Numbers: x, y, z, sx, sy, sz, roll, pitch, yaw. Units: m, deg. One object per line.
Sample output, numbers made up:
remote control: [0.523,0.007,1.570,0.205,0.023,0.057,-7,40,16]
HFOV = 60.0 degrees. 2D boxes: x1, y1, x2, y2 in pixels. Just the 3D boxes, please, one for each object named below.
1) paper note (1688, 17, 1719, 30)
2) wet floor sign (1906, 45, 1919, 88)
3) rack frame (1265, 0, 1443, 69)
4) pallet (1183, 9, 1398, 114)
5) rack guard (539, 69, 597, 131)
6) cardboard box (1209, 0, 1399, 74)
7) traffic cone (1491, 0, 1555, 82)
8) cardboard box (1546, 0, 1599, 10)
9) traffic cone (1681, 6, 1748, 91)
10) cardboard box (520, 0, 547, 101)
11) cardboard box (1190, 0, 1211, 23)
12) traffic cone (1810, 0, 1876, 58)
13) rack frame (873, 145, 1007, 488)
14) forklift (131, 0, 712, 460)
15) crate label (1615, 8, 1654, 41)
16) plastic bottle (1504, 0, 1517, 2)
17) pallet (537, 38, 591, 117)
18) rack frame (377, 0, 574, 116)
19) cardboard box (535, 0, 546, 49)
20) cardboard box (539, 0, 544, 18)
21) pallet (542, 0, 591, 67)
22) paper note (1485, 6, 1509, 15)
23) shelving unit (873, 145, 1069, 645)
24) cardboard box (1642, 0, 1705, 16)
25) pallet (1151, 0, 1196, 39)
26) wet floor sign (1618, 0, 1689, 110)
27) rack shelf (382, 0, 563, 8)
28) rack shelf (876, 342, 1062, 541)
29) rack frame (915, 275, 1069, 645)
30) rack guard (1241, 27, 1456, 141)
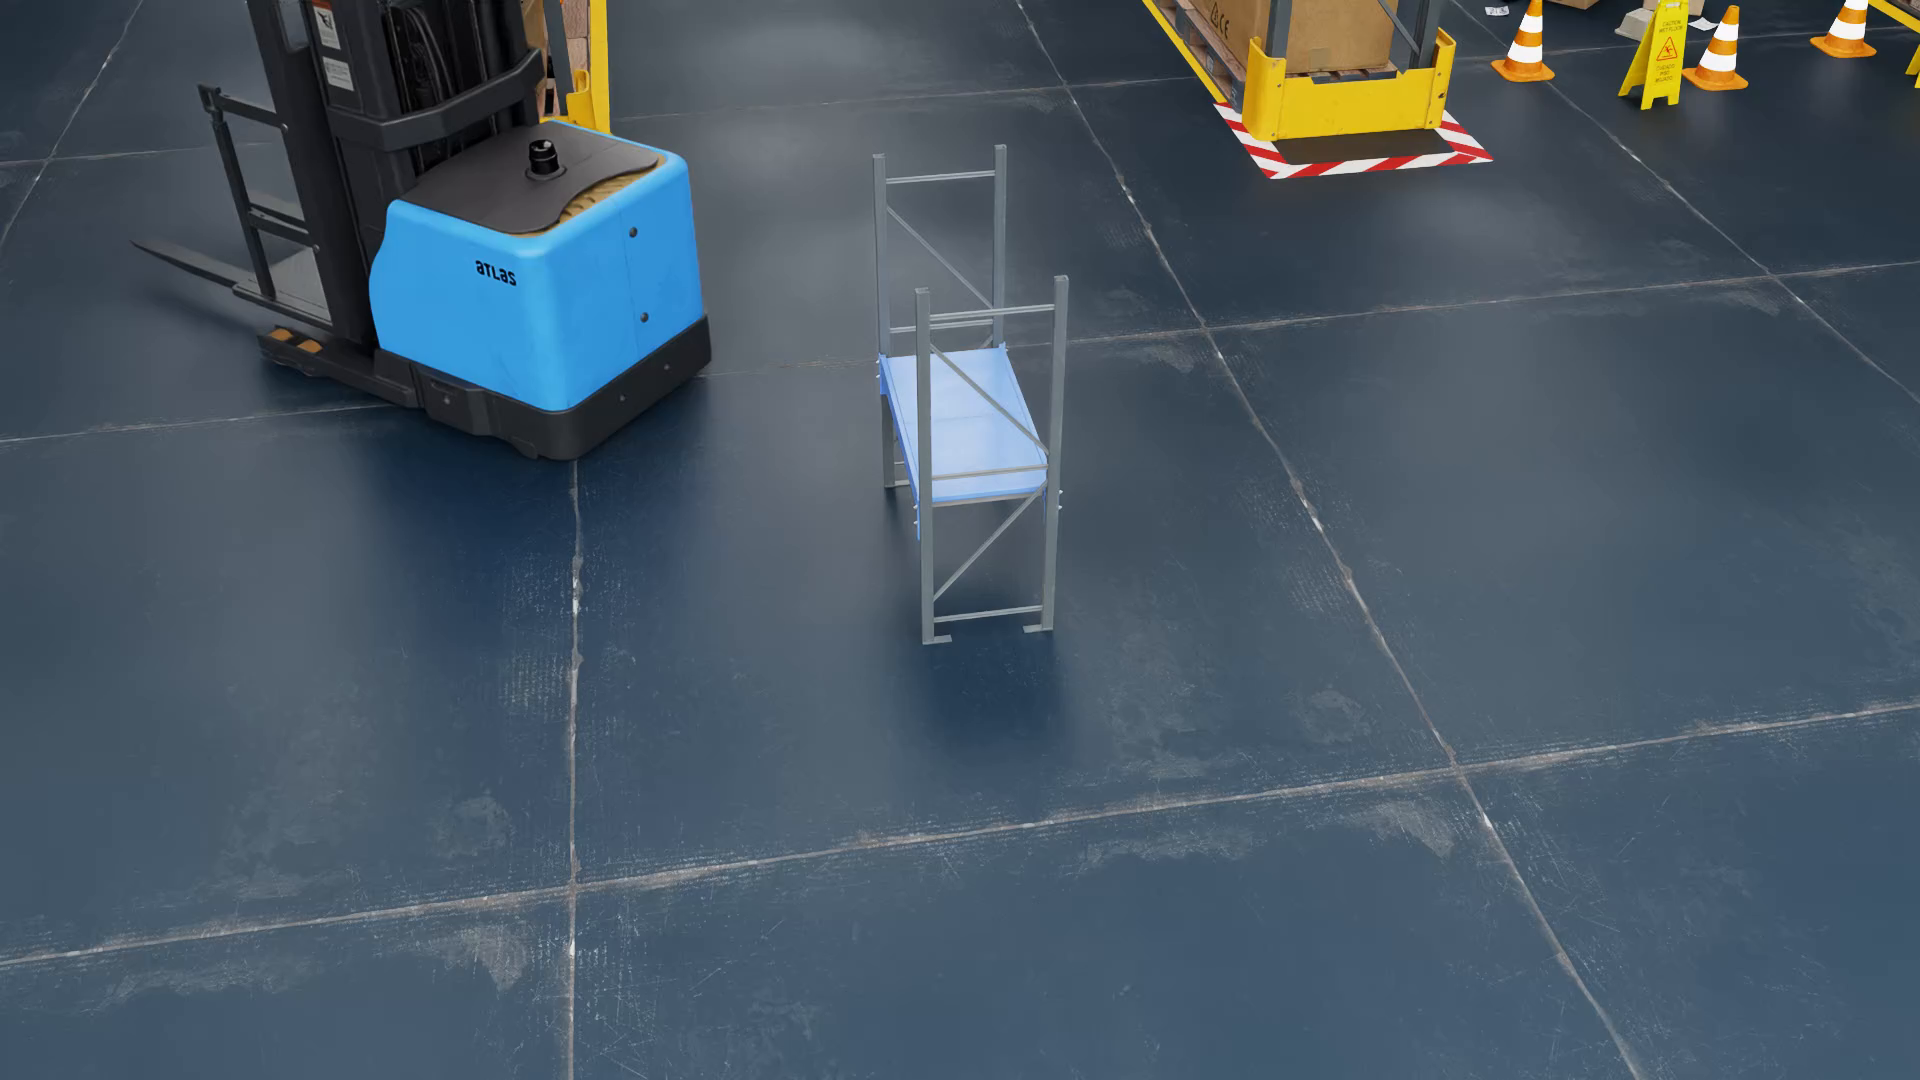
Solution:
paper note: [5.009,-3.478,11.202,0.148,0.019,0.142,-20,42,-23]
wet floor sign: [6.115,-3.134,10.258,0.267,0.644,0.232,6,38,8]
rack frame: [2.279,-3.700,9.067,1.000,3.000,0.127,-6,38,-8]
pallet: [2.062,-3.073,10.534,1.003,0.211,1.213,-6,38,-8]
rack guard: [-2.635,-2.286,9.285,1.175,0.500,0.348,-6,38,-8]
cardboard box: [2.095,-3.429,10.109,0.875,0.875,0.875,-6,38,-8]
traffic cone: [3.584,-3.172,10.455,0.336,0.463,0.334,-6,38,-8]
cardboard box: [4.334,-4.096,11.612,0.637,0.503,0.797,27,45,30]
traffic cone: [4.756,-3.088,10.347,0.336,0.463,0.334,-6,38,-8]
cardboard box: [-2.715,-2.785,9.585,0.500,0.500,0.500,0,38,1]
cardboard box: [1.939,-3.960,10.792,0.875,0.875,0.875,-7,38,-9]
traffic cone: [5.789,-3.413,10.765,0.336,0.463,0.334,-6,38,-8]
rack frame: [-0.074,-0.848,6.619,0.500,1.500,0.032,-6,38,-8]
forklift: [-2.678,-2.171,7.156,3.031,2.935,1.130,20,42,24]
crate label: [4.557,-3.427,11.050,0.250,0.136,0.298,-27,45,-31]
plastic bottle: [3.790,-3.848,11.653,0.133,0.061,0.283,-20,42,-23]
pallet: [-2.743,-2.667,10.010,1.003,0.211,1.213,-6,38,-8]
rack frame: [-2.622,-3.227,8.459,1.000,3.000,0.127,-6,38,-8]
cardboard box: [-2.853,-3.143,10.045,0.500,0.500,0.500,3,38,4]
cardboard box: [-2.944,-3.523,10.535,0.500,0.500,0.500,-3,38,-4]
pallet: [-2.953,-3.402,10.957,1.003,0.211,1.213,-6,38,-8]
paper note: [3.683,-3.631,11.401,0.144,0.017,0.142,6,38,8]
shelving unit: [0.015,-0.541,6.224,0.538,1.500,1.048,-6,38,-8]
cardboard box: [4.916,-3.742,11.445,0.380,0.149,0.250,13,40,16]
pallet: [1.851,-3.809,11.480,1.003,0.211,1.213,-6,38,-8]
wet floor sign: [4.234,-2.966,10.041,0.267,0.644,0.232,-13,40,-16]
rack shelf: [-2.972,-4.151,10.235,1.077,0.370,4.000,-6,38,-8]
rack shelf: [0.015,-0.399,6.334,0.538,0.185,1.000,-6,38,-8]
rack frame: [0.104,-0.234,5.828,0.500,1.500,0.032,-6,38,-8]
rack guard: [2.283,-2.698,9.816,1.175,0.500,0.348,-6,38,-8]
